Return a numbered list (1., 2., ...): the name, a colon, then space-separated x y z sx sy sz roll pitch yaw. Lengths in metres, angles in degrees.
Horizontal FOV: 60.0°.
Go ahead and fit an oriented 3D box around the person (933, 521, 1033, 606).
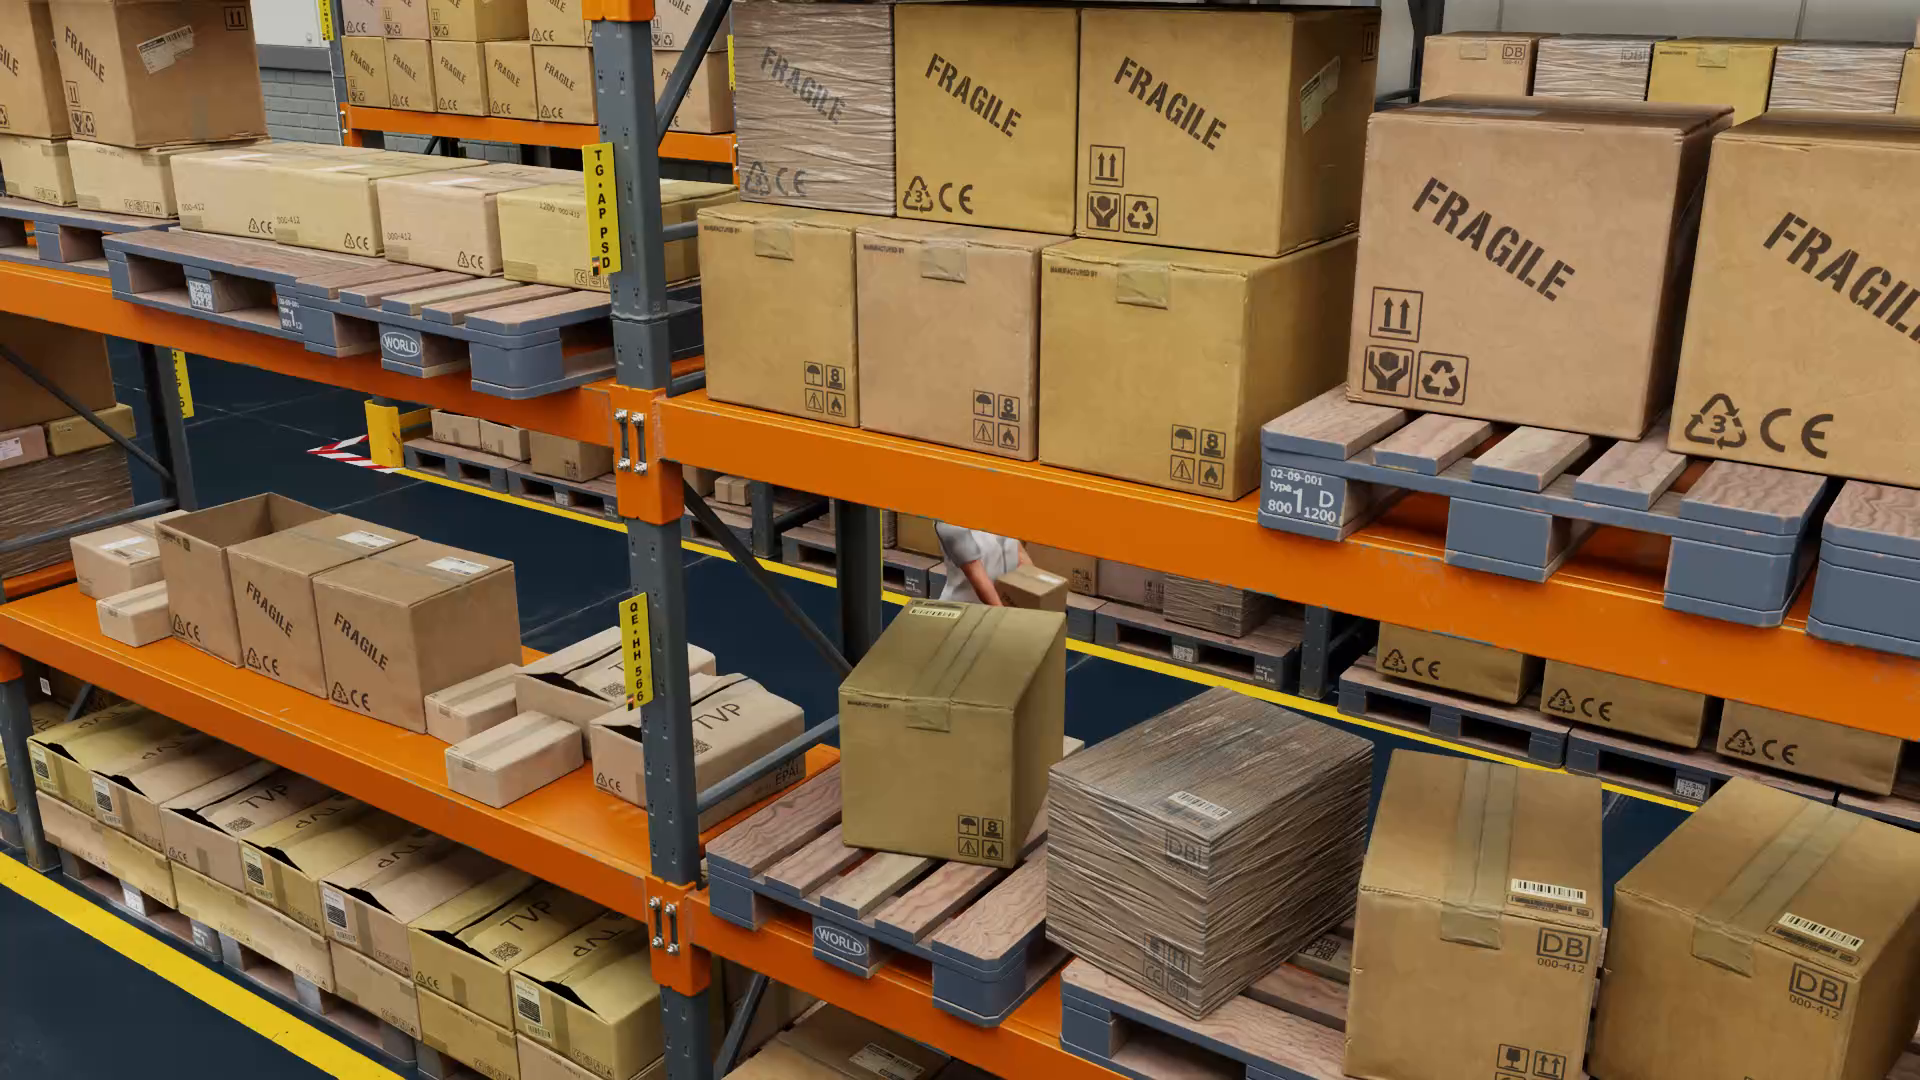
1. person: 0.193 0.409 7.893 0.563 1.784 0.494 13 24 33
